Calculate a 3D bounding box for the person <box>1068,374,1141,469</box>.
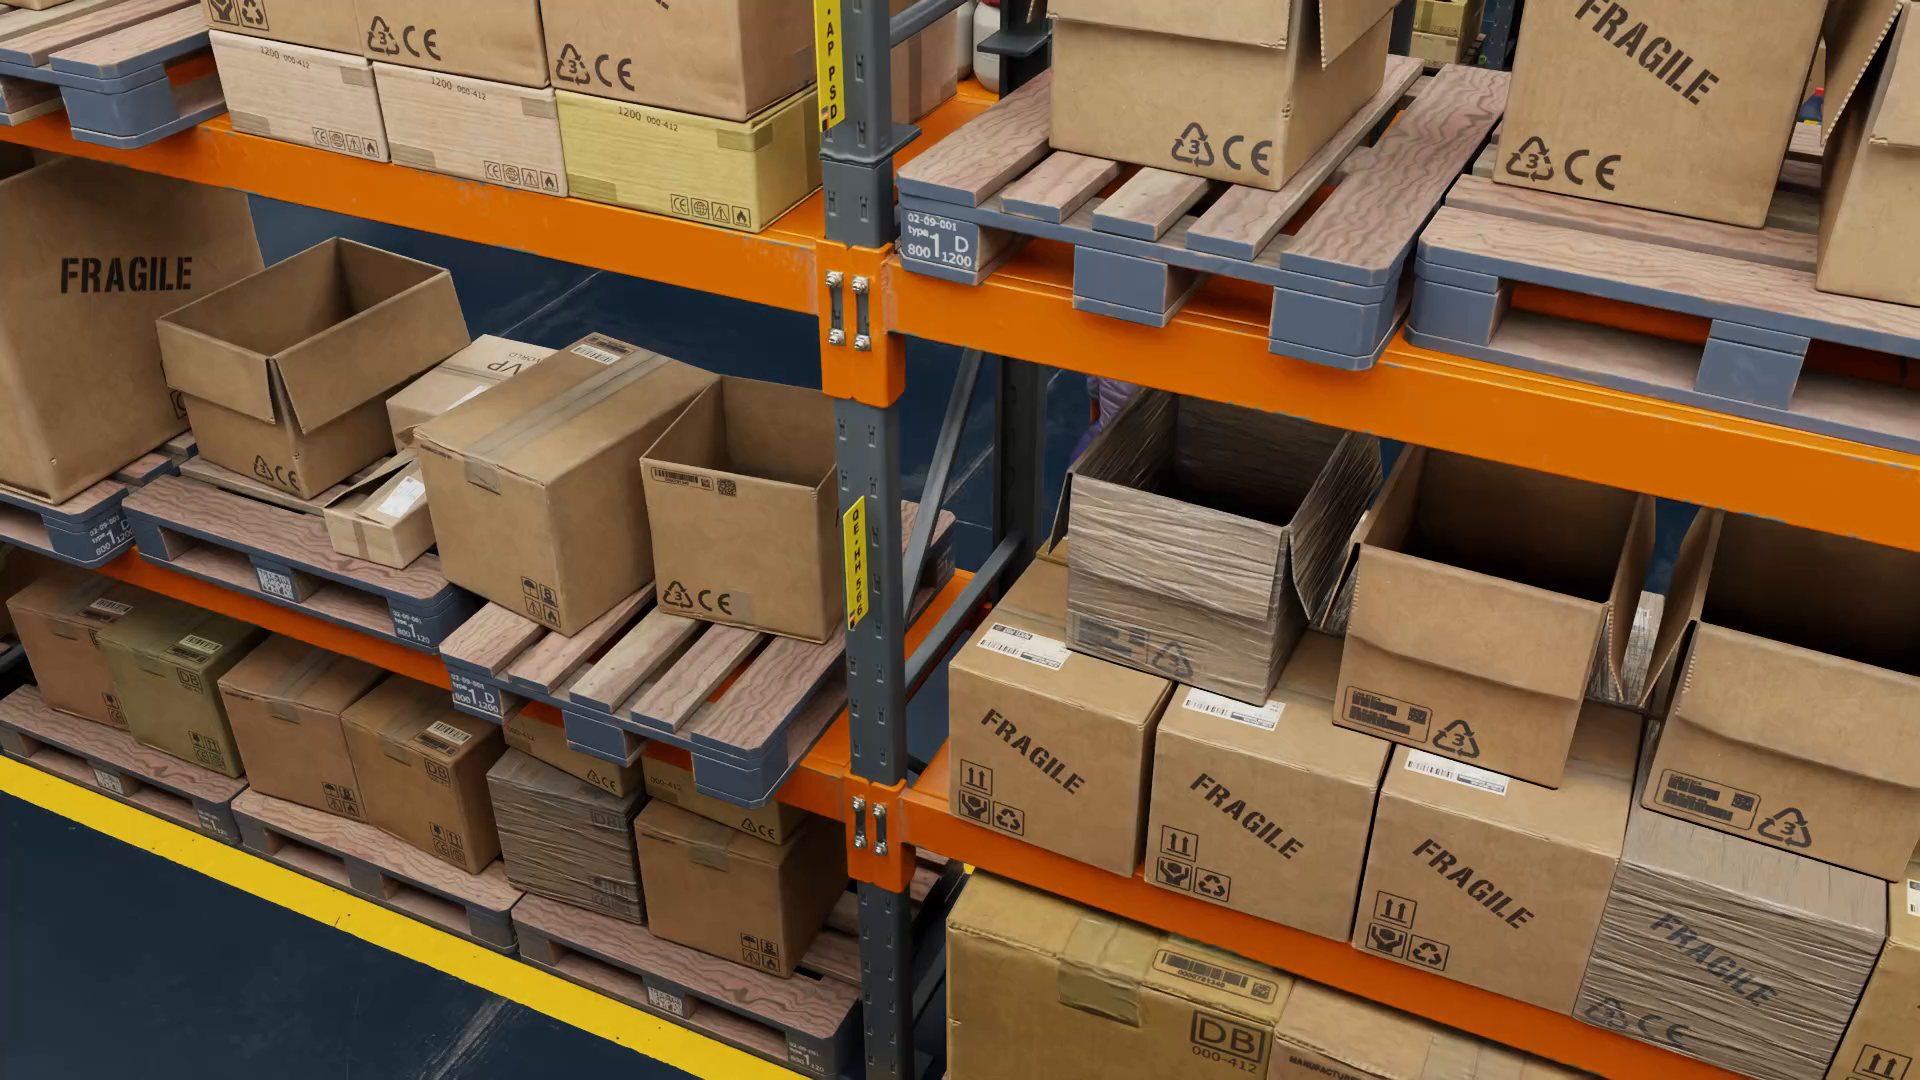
[{"bbox_3d":[0.613,-0.213,6.459,0.534,1.614,0.565,-21,39,-28],"label":"person"}]
